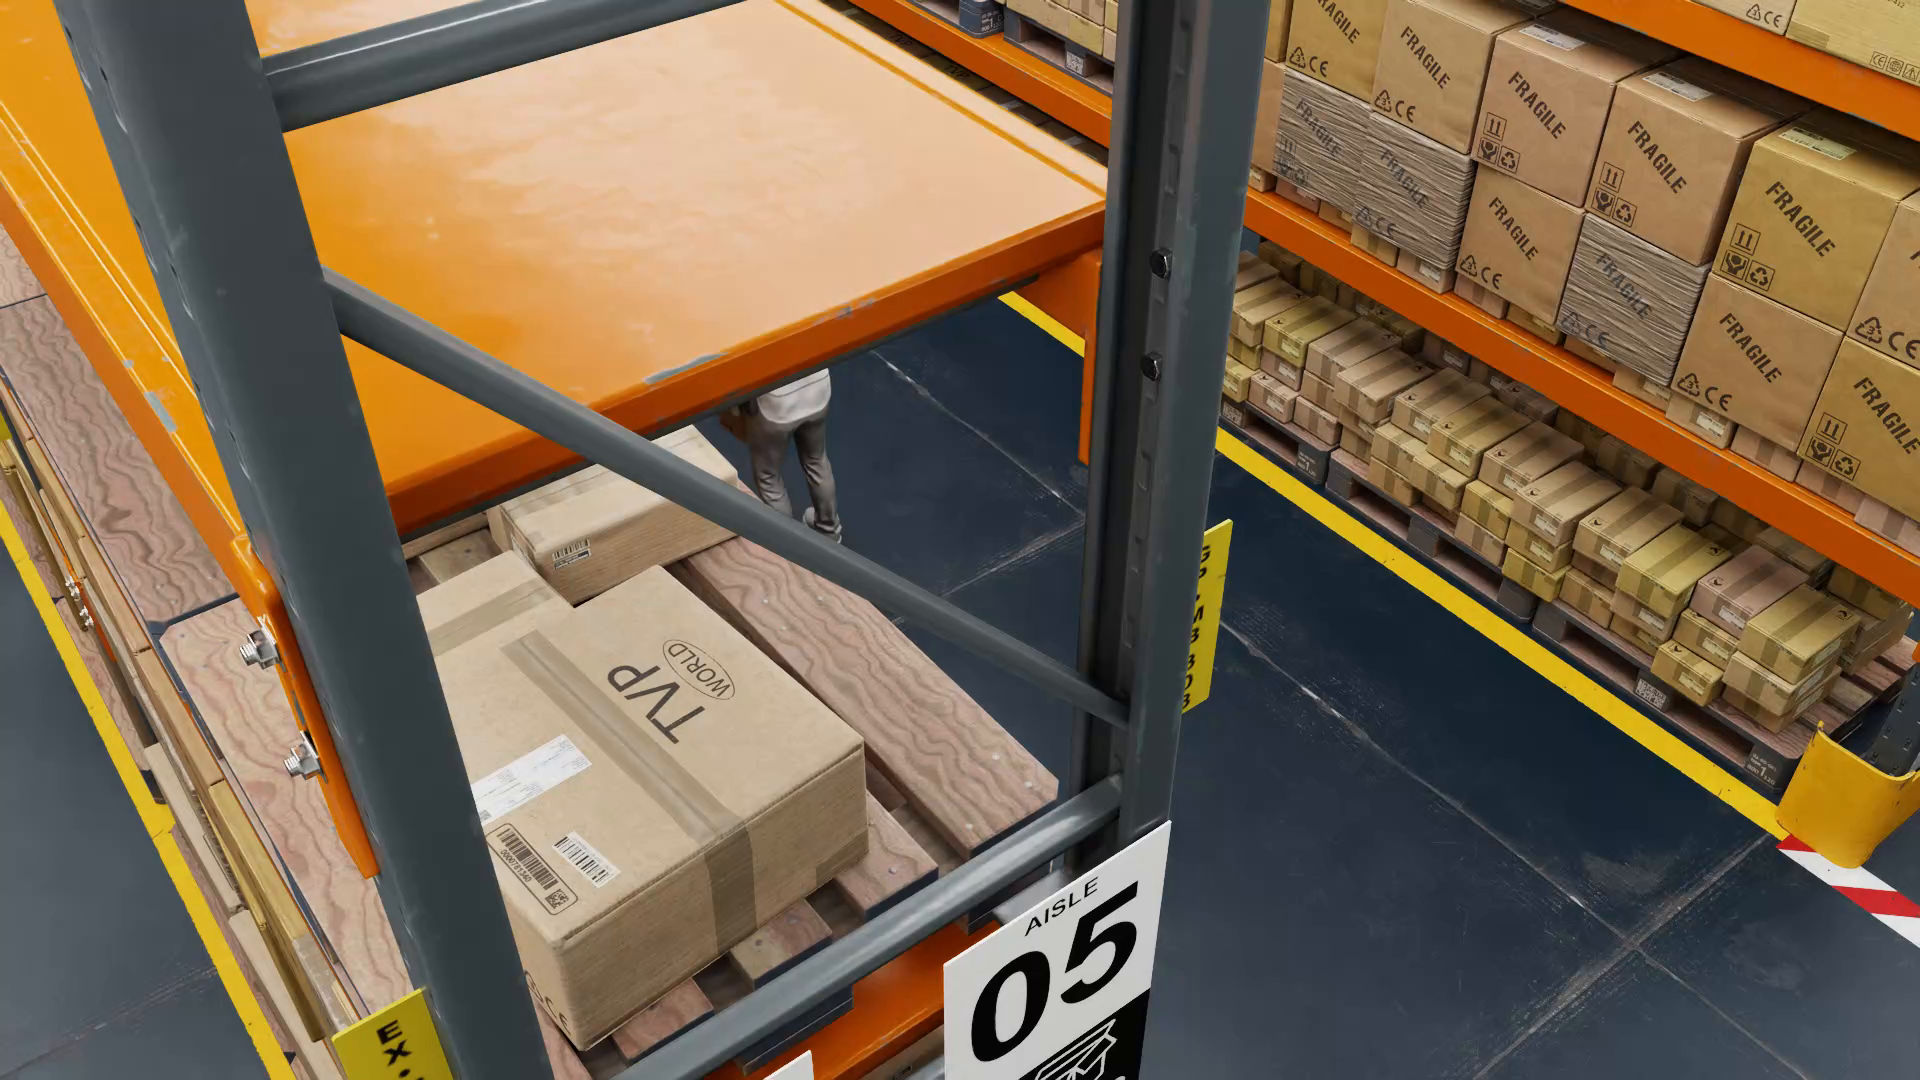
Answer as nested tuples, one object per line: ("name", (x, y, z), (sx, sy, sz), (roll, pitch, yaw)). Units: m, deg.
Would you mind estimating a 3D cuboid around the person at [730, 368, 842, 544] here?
("person", (-0.756, -0.597, 7.100), (0.502, 1.680, 0.385), (-27, 48, -28))
